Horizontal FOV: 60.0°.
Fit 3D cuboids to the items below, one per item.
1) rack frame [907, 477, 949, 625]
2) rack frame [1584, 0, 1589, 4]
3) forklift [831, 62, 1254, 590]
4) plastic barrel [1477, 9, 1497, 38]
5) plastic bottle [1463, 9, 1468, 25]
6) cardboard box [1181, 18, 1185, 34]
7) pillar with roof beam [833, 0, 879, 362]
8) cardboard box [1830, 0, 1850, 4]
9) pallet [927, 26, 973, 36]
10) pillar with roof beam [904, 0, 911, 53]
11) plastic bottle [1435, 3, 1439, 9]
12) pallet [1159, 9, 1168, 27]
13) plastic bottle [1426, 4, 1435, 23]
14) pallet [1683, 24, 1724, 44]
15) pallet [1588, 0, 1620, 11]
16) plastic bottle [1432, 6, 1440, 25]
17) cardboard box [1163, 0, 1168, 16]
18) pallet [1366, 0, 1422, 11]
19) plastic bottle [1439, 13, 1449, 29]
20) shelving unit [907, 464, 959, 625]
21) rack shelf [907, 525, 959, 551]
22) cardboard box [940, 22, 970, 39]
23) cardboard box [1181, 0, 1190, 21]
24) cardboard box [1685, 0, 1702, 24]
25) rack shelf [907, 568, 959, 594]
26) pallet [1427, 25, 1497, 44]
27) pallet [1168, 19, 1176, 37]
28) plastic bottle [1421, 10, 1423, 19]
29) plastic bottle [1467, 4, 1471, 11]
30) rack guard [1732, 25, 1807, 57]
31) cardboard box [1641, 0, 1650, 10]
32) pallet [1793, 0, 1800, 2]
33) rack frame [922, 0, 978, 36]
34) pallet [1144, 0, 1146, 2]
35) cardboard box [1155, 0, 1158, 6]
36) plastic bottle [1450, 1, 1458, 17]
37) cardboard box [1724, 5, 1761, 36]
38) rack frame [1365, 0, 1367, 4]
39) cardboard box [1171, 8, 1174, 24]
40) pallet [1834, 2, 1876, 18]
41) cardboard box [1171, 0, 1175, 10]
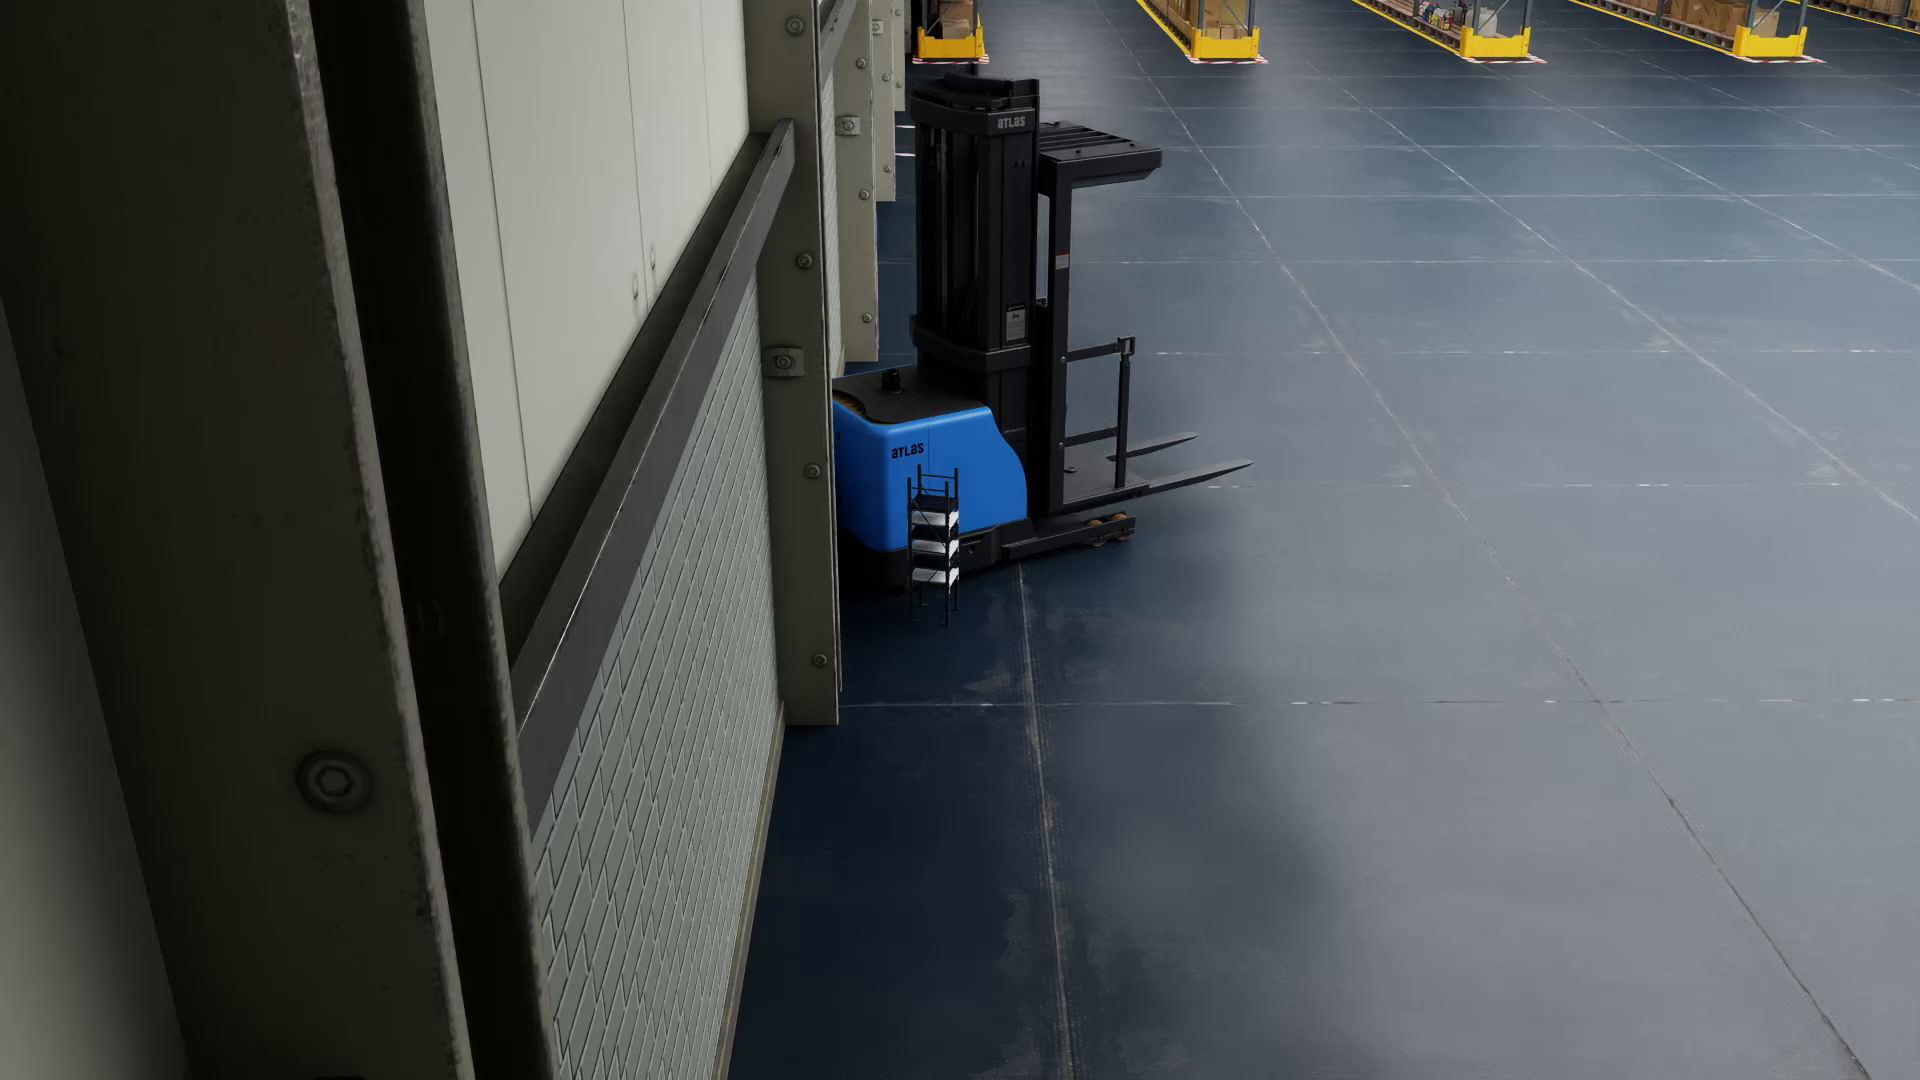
[{"bbox_3d":[-0.180,0.070,9.504,0.240,0.900,0.006,6,25,14],"label":"rack frame"},{"bbox_3d":[14.591,-13.457,36.865,1.000,3.000,0.127,0,24,-1],"label":"rack frame"},{"bbox_3d":[0.543,-1.467,10.438,3.031,2.935,1.130,-14,28,-28],"label":"forklift"},{"bbox_3d":[9.642,-9.467,30.552,0.421,0.512,0.421,0,24,0],"label":"plastic barrel"},{"bbox_3d":[9.874,-10.206,32.437,0.061,0.283,0.133,0,24,-1],"label":"plastic bottle"},{"bbox_3d":[4.447,-9.688,31.358,0.500,0.250,0.500,0,24,-1],"label":"cardboard box"},{"bbox_3d":[3.448,-5.714,12.464,9.100,9.000,0.400,0,24,-1],"label":"pillar with roof beam"},{"bbox_3d":[19.481,-11.993,35.847,1.050,0.750,0.750,0,24,0],"label":"cardboard box"},{"bbox_3d":[-0.165,-9.691,31.921,1.003,0.211,1.213,0,24,-1],"label":"pallet"},{"bbox_3d":[3.251,-13.131,28.864,9.100,9.000,0.400,0,24,-1],"label":"pillar with roof beam"},{"bbox_3d":[9.420,-10.446,32.888,0.144,0.351,0.185,0,24,-1],"label":"plastic bottle"},{"bbox_3d":[4.682,-10.799,34.371,1.003,0.211,1.213,0,24,-1],"label":"pallet"},{"bbox_3d":[9.278,-10.368,32.715,0.144,0.351,0.185,-1,24,-3],"label":"plastic bottle"},{"bbox_3d":[14.694,-9.758,32.069,1.003,0.211,1.213,0,24,-1],"label":"pallet"},{"bbox_3d":[14.598,-11.865,36.727,1.003,0.211,1.213,0,24,-1],"label":"pallet"},{"bbox_3d":[9.283,-10.193,32.327,0.144,0.351,0.185,0,24,-1],"label":"plastic bottle"},{"bbox_3d":[4.435,-10.874,33.980,0.500,0.250,0.500,0,24,-1],"label":"cardboard box"},{"bbox_3d":[9.608,-11.845,36.684,1.003,0.211,1.213,0,24,-1],"label":"pallet"},{"bbox_3d":[9.292,-9.957,31.896,0.152,0.276,0.135,0,24,0],"label":"plastic bottle"},{"bbox_3d":[-0.153,0.029,9.593,0.258,0.900,0.210,6,25,14],"label":"shelving unit"},{"bbox_3d":[-0.153,-0.022,9.570,0.258,0.077,0.200,6,25,14],"label":"rack shelf"},{"bbox_3d":[-0.098,-9.355,30.523,0.500,0.311,0.500,-3,25,-7],"label":"cardboard box"},{"bbox_3d":[4.444,-10.030,31.203,0.500,0.500,0.500,0,24,-1],"label":"cardboard box"},{"bbox_3d":[14.613,-10.460,32.762,0.500,0.500,0.500,8,25,16],"label":"cardboard box"},{"bbox_3d":[-0.153,0.224,9.681,0.258,0.077,0.200,6,25,14],"label":"rack shelf"},{"bbox_3d":[9.664,-9.735,32.019,1.003,0.211,1.213,0,24,-1],"label":"pallet"},{"bbox_3d":[4.696,-10.168,32.975,1.003,0.211,1.213,0,24,-1],"label":"pallet"},{"bbox_3d":[9.249,-10.495,33.177,0.097,0.201,0.097,0,24,0],"label":"plastic bottle"},{"bbox_3d":[9.983,-10.304,32.573,0.144,0.351,0.185,0,24,-1],"label":"plastic bottle"},{"bbox_3d":[14.678,-9.053,30.160,1.175,0.500,0.348,0,24,-1],"label":"rack guard"},{"bbox_3d":[14.663,-11.320,34.639,0.700,0.500,0.500,0,24,-1],"label":"cardboard box"},{"bbox_3d":[19.545,-12.489,38.108,1.003,0.211,1.213,0,24,-1],"label":"pallet"},{"bbox_3d":[-0.181,-10.094,29.428,1.000,3.000,0.127,0,24,-1],"label":"rack frame"},{"bbox_3d":[4.715,-12.452,38.025,1.003,0.211,1.213,0,24,-1],"label":"pallet"},{"bbox_3d":[4.421,-11.503,35.371,0.500,0.250,0.500,0,24,1],"label":"cardboard box"},{"bbox_3d":[9.833,-10.516,33.041,0.144,0.351,0.185,0,24,-1],"label":"plastic bottle"},{"bbox_3d":[14.648,-9.717,31.118,0.500,0.500,0.500,6,25,13],"label":"cardboard box"},{"bbox_3d":[9.638,-13.435,36.815,1.000,3.000,0.127,0,24,-1],"label":"rack frame"},{"bbox_3d":[4.431,-10.306,32.724,0.500,0.250,0.500,0,24,-1],"label":"cardboard box"},{"bbox_3d":[19.496,-11.341,35.569,1.003,0.211,1.213,0,24,-1],"label":"pallet"},{"bbox_3d":[4.434,-10.648,32.570,0.500,0.500,0.500,0,24,-1],"label":"cardboard box"}]
